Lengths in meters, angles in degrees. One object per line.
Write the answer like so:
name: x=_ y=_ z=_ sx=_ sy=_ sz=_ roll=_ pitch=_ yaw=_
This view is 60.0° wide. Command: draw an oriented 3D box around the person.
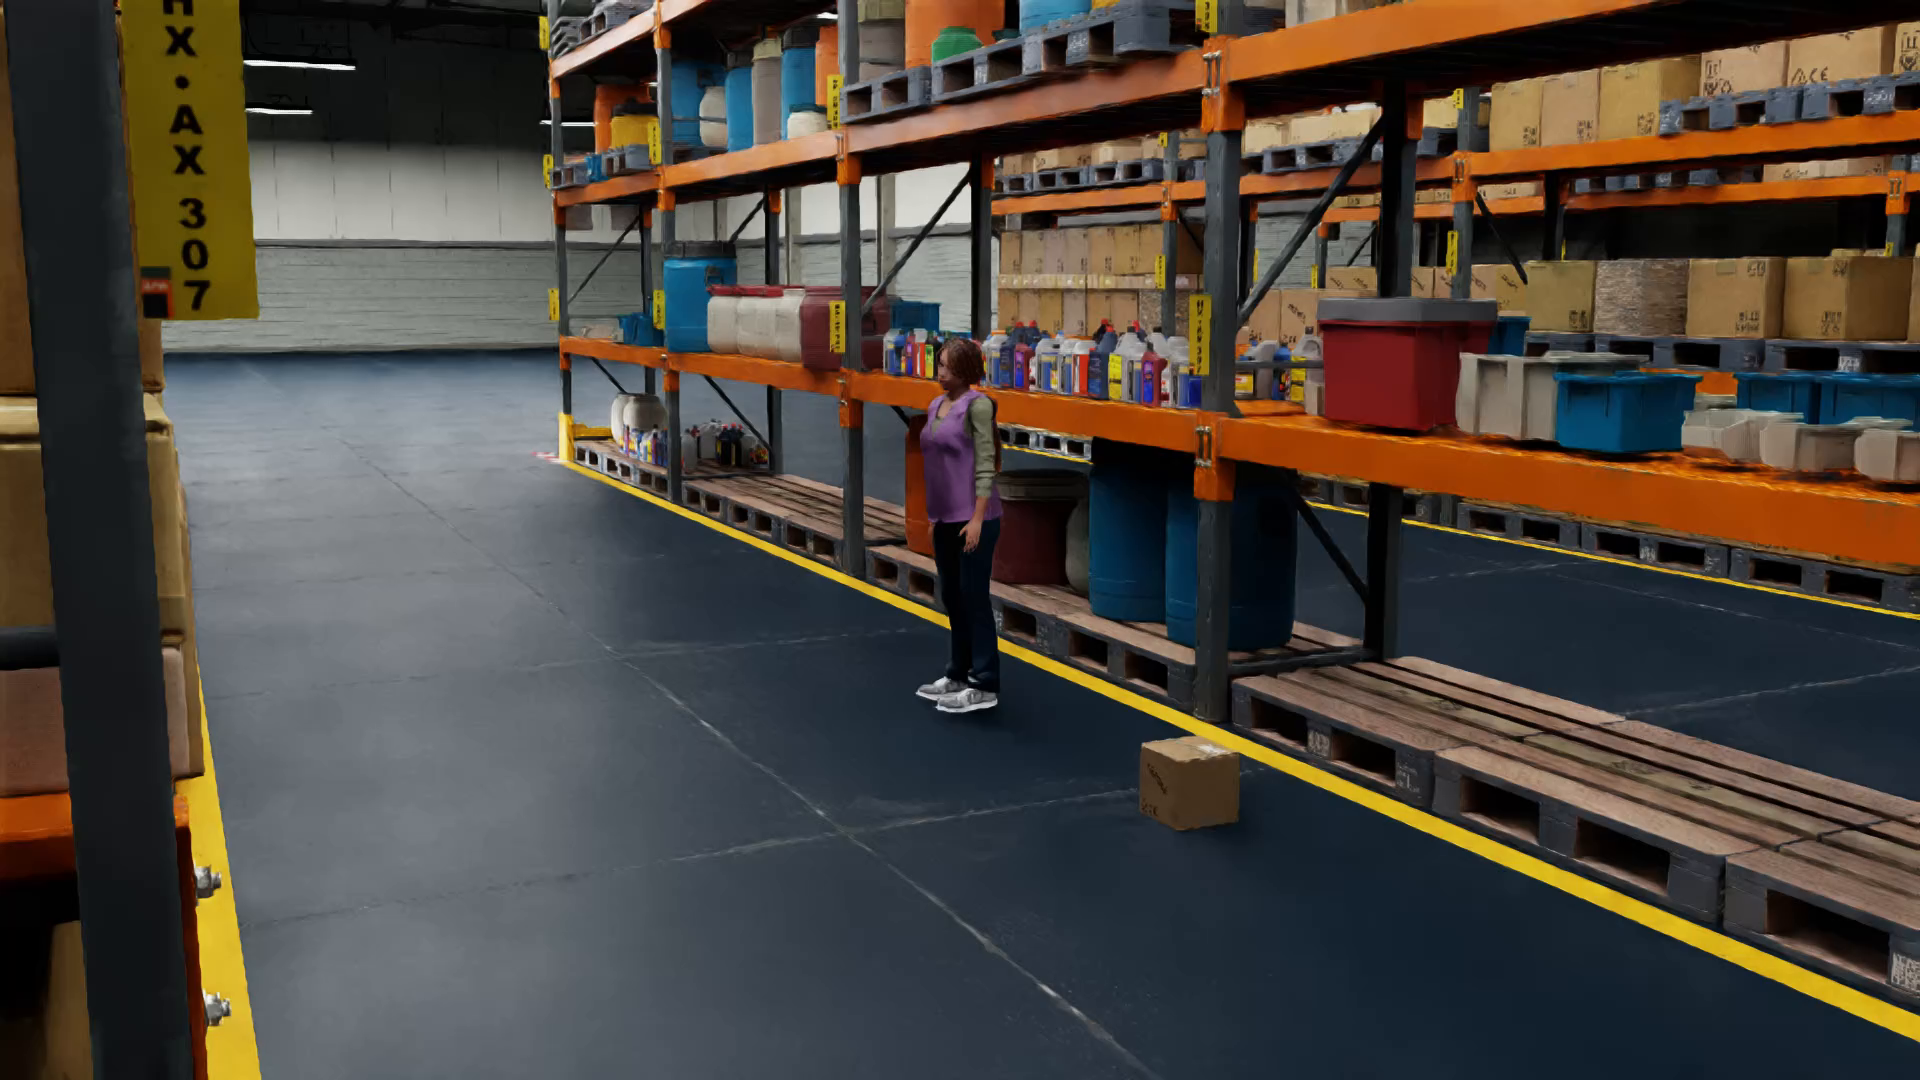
person: x=0.000 y=-0.066 z=7.151 sx=0.345 sy=1.603 sz=0.475 roll=-6 pitch=10 yaw=-33
